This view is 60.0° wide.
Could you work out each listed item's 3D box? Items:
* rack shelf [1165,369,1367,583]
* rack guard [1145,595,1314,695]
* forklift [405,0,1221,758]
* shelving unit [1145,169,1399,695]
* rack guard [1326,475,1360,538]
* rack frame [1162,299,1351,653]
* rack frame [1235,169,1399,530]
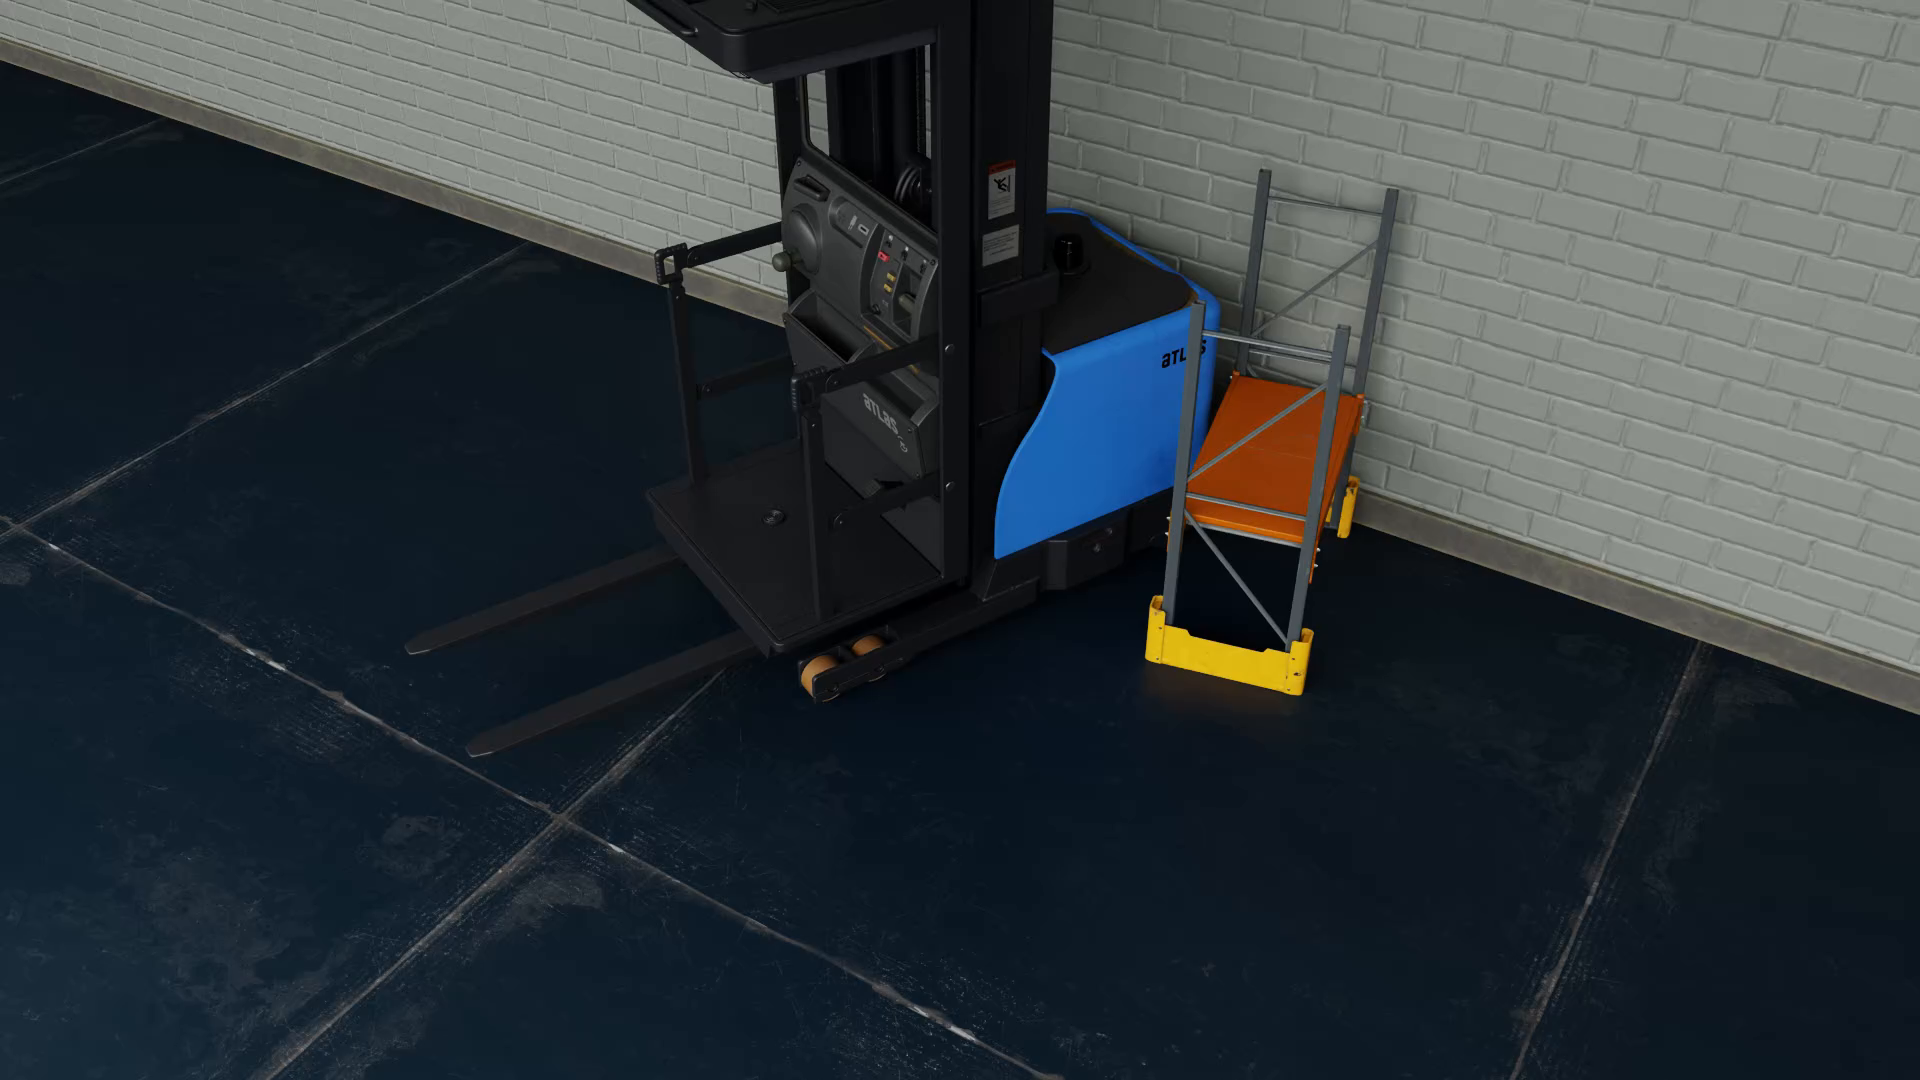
[{"bbox_3d":[1.147,-0.261,6.155,0.538,0.185,1.000,13,39,16],"label":"rack shelf"},{"bbox_3d":[0.973,0.382,6.049,0.587,0.250,0.087,13,39,16],"label":"rack guard"},{"bbox_3d":[-0.525,-0.949,5.581,3.031,2.935,1.130,-22,43,-26],"label":"forklift"},{"bbox_3d":[1.144,-0.398,6.038,0.587,1.500,1.083,13,39,16],"label":"shelving unit"},{"bbox_3d":[1.315,-0.189,6.790,0.587,0.250,0.087,13,39,16],"label":"rack guard"},{"bbox_3d":[0.973,-0.112,5.667,0.500,1.500,0.032,13,39,16],"label":"rack frame"},{"bbox_3d":[1.322,-0.695,6.423,0.500,1.500,0.032,13,39,16],"label":"rack frame"}]
